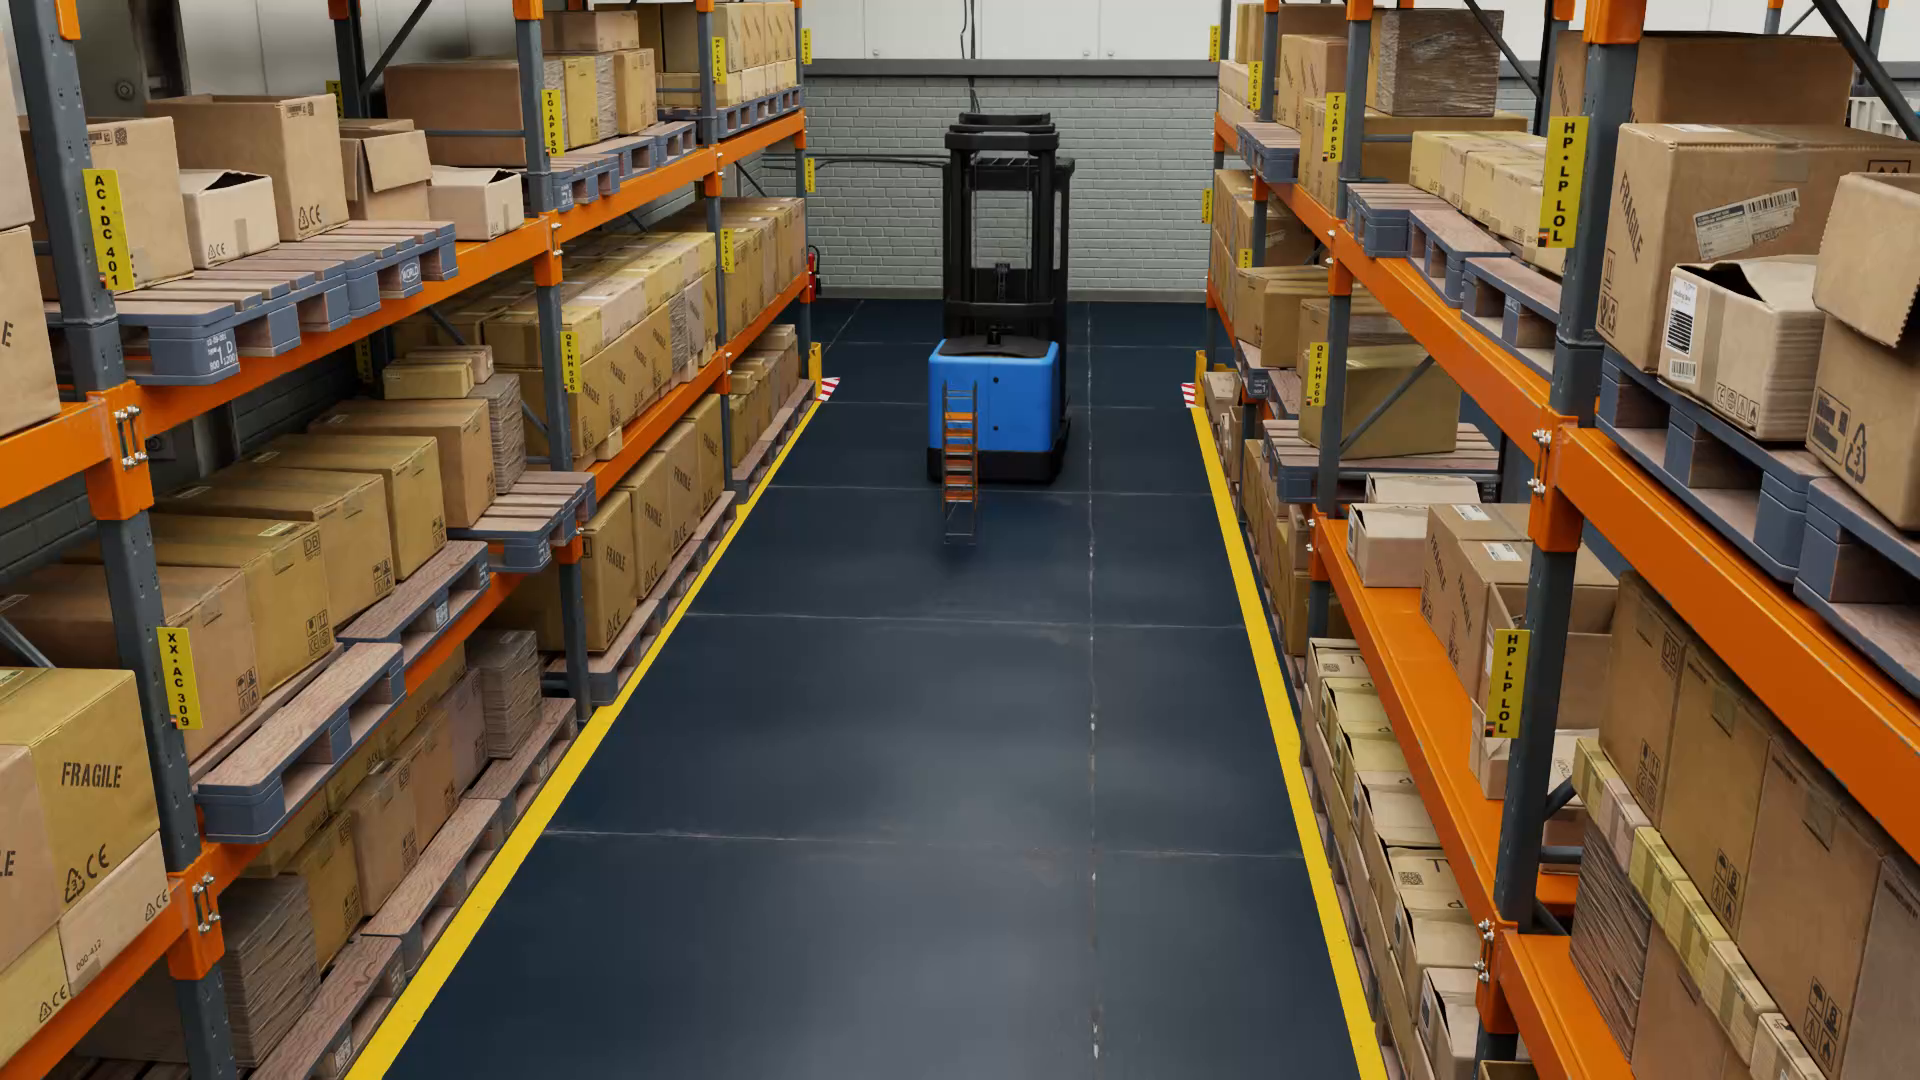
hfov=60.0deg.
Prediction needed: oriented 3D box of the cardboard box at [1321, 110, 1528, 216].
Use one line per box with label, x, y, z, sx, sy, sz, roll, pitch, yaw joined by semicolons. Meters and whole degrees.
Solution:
cardboard box;2.357;-1.927;8.508;0.910;0.500;0.500;1;18;4

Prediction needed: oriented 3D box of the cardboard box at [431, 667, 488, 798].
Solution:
cardboard box;-2.734;0.934;8.063;0.700;0.500;0.500;1;18;4

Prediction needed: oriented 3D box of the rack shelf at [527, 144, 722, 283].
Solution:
rack shelf;-2.438;-2.132;10.449;1.077;0.370;4.000;1;18;4

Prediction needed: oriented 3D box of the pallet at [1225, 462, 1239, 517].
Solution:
pallet;2.696;-0.448;13.451;1.003;0.211;1.213;1;18;4

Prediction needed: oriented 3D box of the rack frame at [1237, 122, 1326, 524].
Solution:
rack frame;2.646;-1.560;12.366;1.000;3.000;0.127;1;18;4

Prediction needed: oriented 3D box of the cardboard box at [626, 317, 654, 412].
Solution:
cardboard box;-2.208;-1.087;10.253;0.500;0.500;0.500;1;18;4

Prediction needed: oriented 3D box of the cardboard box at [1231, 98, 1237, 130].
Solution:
cardboard box;2.530;-3.537;13.823;0.500;0.250;0.500;1;18;4

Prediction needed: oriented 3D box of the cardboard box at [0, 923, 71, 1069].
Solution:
cardboard box;-2.644;1.186;4.196;0.500;0.250;0.500;1;18;4

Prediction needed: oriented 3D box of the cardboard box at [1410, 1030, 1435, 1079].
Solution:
cardboard box;1.813;1.897;5.559;0.500;0.250;0.500;1;18;3

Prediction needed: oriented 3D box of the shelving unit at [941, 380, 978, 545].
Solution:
shelving unit;-0.001;-0.566;12.222;0.258;1.200;0.189;1;18;4

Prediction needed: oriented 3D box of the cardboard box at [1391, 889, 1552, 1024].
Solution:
cardboard box;1.847;1.472;5.956;0.500;0.311;0.500;2;18;5

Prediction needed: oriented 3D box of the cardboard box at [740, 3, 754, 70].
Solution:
cardboard box;-1.934;-4.002;13.203;0.500;0.500;0.500;1;18;3

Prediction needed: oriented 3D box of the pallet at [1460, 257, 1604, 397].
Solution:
pallet;2.123;-0.684;5.183;0.805;0.209;1.217;1;18;2

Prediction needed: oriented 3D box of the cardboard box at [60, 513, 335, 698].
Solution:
cardboard box;-2.751;0.228;6.042;0.700;0.500;0.500;3;18;10

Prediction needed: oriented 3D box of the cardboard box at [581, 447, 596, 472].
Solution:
cardboard box;-2.300;-0.492;9.479;0.380;0.149;0.250;2;18;5

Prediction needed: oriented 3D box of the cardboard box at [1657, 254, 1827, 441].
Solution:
cardboard box;1.735;-0.406;3.272;0.500;0.311;0.500;0;18;1

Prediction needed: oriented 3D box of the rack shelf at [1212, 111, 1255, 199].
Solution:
rack shelf;2.790;-3.265;13.907;1.077;0.370;4.000;1;18;4

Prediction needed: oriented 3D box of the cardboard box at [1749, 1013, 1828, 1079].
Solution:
cardboard box;1.772;1.049;3.203;0.380;0.149;0.250;1;18;2

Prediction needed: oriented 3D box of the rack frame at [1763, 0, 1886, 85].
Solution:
rack frame;7.873;-5.541;14.882;1.000;3.000;0.127;1;18;4

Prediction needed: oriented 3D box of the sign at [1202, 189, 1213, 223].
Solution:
sign;2.392;-3.226;16.059;0.100;0.325;0.005;1;18;4

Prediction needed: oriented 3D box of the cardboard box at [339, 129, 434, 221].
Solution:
cardboard box;-2.767;-1.510;7.200;0.797;0.503;0.637;4;19;12

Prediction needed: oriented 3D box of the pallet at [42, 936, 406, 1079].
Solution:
pallet;-2.814;1.899;6.289;1.003;0.211;1.213;1;18;4

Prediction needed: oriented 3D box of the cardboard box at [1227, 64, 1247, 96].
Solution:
cardboard box;2.564;-3.930;14.219;0.500;0.250;0.500;1;18;4

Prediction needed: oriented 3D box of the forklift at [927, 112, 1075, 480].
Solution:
forklift;0.426;-2.300;14.734;1.130;2.935;3.031;2;18;7

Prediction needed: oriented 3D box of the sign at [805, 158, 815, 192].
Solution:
sign;-1.468;-3.558;16.224;0.100;0.325;0.005;1;18;4

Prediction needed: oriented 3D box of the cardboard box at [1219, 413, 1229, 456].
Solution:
cardboard box;2.458;-0.907;13.986;0.500;0.311;0.500;1;18;4

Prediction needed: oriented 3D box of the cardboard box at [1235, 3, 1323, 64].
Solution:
cardboard box;2.792;-4.437;14.563;0.700;0.500;0.500;1;18;4

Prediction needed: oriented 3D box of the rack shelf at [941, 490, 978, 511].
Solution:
rack shelf;-0.001;-0.295;12.311;0.258;0.103;0.180;1;18;4

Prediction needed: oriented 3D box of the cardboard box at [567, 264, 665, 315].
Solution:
cardboard box;-2.192;-1.598;10.608;0.500;0.250;0.500;1;18;3

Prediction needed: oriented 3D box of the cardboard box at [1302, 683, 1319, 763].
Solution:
cardboard box;2.029;0.946;8.461;0.500;0.250;0.500;1;18;4

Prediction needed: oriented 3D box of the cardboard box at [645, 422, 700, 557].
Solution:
cardboard box;-2.273;-0.366;11.502;0.750;0.750;0.750;2;18;6

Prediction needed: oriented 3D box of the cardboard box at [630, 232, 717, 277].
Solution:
cardboard box;-2.073;-2.073;12.058;0.500;0.250;0.500;2;18;5

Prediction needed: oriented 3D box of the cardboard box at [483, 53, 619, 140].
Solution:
cardboard box;-2.543;-2.752;10.320;0.700;0.500;0.500;1;18;4

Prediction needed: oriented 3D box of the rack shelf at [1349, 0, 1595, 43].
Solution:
rack shelf;2.216;-2.015;5.919;1.077;0.370;4.000;1;18;4

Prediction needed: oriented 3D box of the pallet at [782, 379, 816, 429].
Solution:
pallet;-1.988;-1.336;16.162;1.003;0.211;1.213;1;18;4

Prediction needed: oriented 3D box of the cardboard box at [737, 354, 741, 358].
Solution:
cardboard box;-2.221;-1.741;15.217;0.380;0.149;0.250;2;18;5

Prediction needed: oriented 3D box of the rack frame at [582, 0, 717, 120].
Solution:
rack frame;-2.295;-4.520;11.766;1.000;3.000;0.127;1;18;4

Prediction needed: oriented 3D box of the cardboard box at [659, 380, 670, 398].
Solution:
cardboard box;-2.172;-1.054;11.195;0.380;0.149;0.250;1;18;2

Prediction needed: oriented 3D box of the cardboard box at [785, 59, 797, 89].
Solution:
cardboard box;-1.796;-4.279;15.254;0.500;0.250;0.500;2;18;6

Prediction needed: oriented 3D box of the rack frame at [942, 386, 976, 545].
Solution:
rack frame;-0.008;-0.537;12.136;0.240;1.200;0.006;1;18;4

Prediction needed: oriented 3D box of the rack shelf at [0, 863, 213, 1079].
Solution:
rack shelf;-3.012;1.778;3.334;1.077;0.370;4.000;1;18;4

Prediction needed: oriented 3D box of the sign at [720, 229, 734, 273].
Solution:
sign;-1.753;-2.173;12.504;0.100;0.325;0.005;1;18;4

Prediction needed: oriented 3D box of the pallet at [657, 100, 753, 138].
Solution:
pallet;-2.226;-3.306;13.021;1.003;0.211;1.213;1;18;4

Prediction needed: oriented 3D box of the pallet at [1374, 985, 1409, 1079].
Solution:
pallet;2.087;2.020;5.918;1.003;0.211;1.213;1;18;4

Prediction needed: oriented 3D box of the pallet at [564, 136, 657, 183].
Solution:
pallet;-2.511;-2.311;10.145;1.003;0.211;1.213;2;18;6

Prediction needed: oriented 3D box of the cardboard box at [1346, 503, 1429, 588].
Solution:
cardboard box;2.102;-0.002;7.754;0.500;0.311;0.500;1;18;3

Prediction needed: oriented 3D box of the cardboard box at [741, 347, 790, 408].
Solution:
cardboard box;-1.995;-1.548;15.671;0.700;0.500;0.500;1;18;4

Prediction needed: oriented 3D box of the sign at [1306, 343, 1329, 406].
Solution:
sign;1.817;-0.839;8.435;0.100;0.325;0.005;1;18;4

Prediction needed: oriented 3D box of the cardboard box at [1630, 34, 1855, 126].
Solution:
cardboard box;2.156;-1.176;4.739;0.500;0.500;0.500;2;18;5

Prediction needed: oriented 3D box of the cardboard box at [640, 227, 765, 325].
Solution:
cardboard box;-2.182;-2.206;13.858;0.980;0.700;0.700;1;18;3

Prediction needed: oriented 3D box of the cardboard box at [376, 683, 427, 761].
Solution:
cardboard box;-2.717;0.756;7.403;0.500;0.250;0.500;1;18;4

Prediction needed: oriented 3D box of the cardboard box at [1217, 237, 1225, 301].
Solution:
cardboard box;2.568;-2.402;14.774;0.500;0.500;0.500;1;18;4

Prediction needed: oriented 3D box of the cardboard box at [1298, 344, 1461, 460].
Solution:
cardboard box;2.292;-0.763;9.098;0.700;0.500;0.500;-5;19;-15

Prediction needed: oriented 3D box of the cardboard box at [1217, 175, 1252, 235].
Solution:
cardboard box;2.608;-3.030;15.087;0.500;0.500;0.500;1;18;4

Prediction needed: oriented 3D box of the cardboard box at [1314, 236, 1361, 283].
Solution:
cardboard box;2.961;-2.223;12.622;0.500;0.500;0.500;2;18;5

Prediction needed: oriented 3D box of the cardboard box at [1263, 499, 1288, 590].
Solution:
cardboard box;2.261;0.042;10.786;0.500;0.500;0.500;1;18;2

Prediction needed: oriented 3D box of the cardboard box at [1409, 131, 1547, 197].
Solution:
cardboard box;2.383;-1.729;7.632;0.500;0.250;0.500;0;18;0

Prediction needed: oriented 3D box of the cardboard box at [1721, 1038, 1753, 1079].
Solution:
cardboard box;1.976;1.335;3.371;0.700;0.500;0.500;2;18;5
